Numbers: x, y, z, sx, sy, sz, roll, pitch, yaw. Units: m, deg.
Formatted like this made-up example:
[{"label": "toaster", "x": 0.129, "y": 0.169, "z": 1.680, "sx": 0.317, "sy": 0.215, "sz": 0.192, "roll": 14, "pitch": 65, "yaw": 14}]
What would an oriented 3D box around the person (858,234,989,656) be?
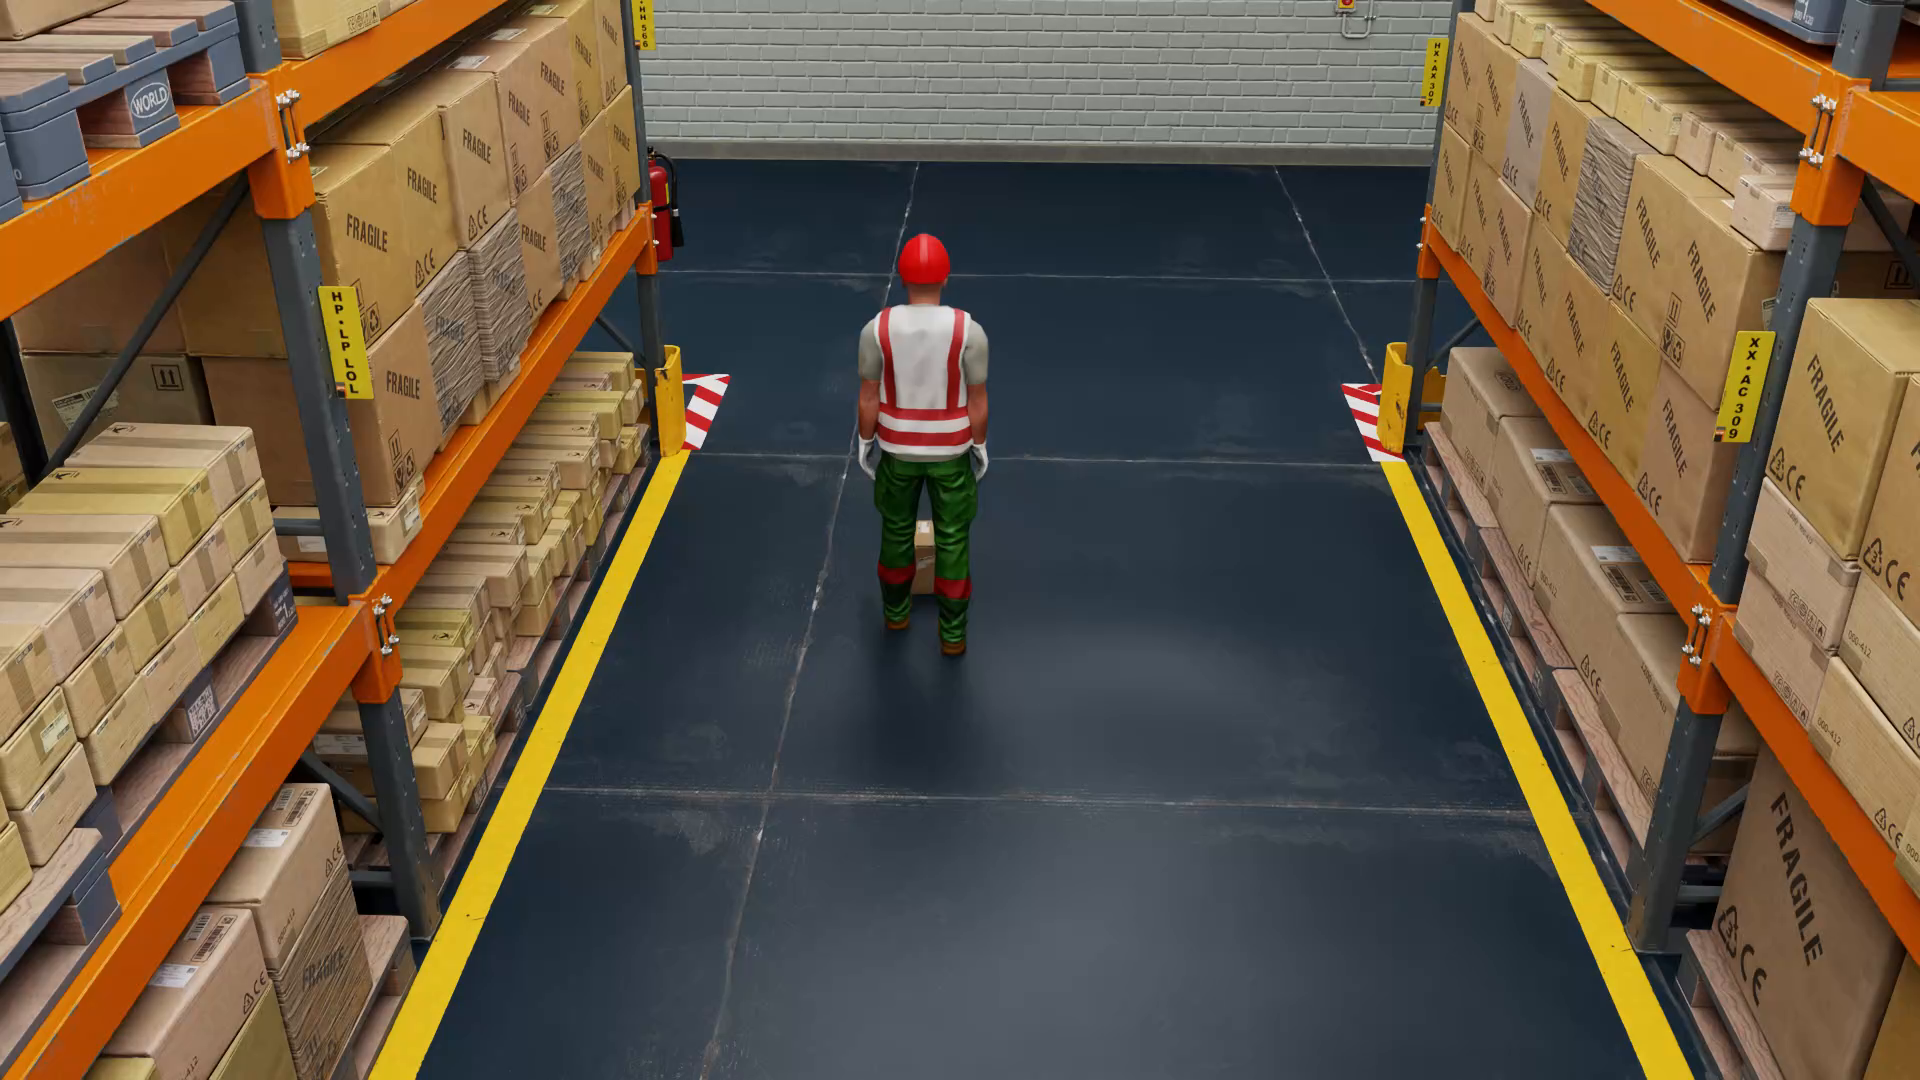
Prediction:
[{"label": "person", "x": -0.146, "y": -0.410, "z": 6.873, "sx": 0.537, "sy": 1.796, "sz": 0.509, "roll": 1, "pitch": 28, "yaw": 3}]
